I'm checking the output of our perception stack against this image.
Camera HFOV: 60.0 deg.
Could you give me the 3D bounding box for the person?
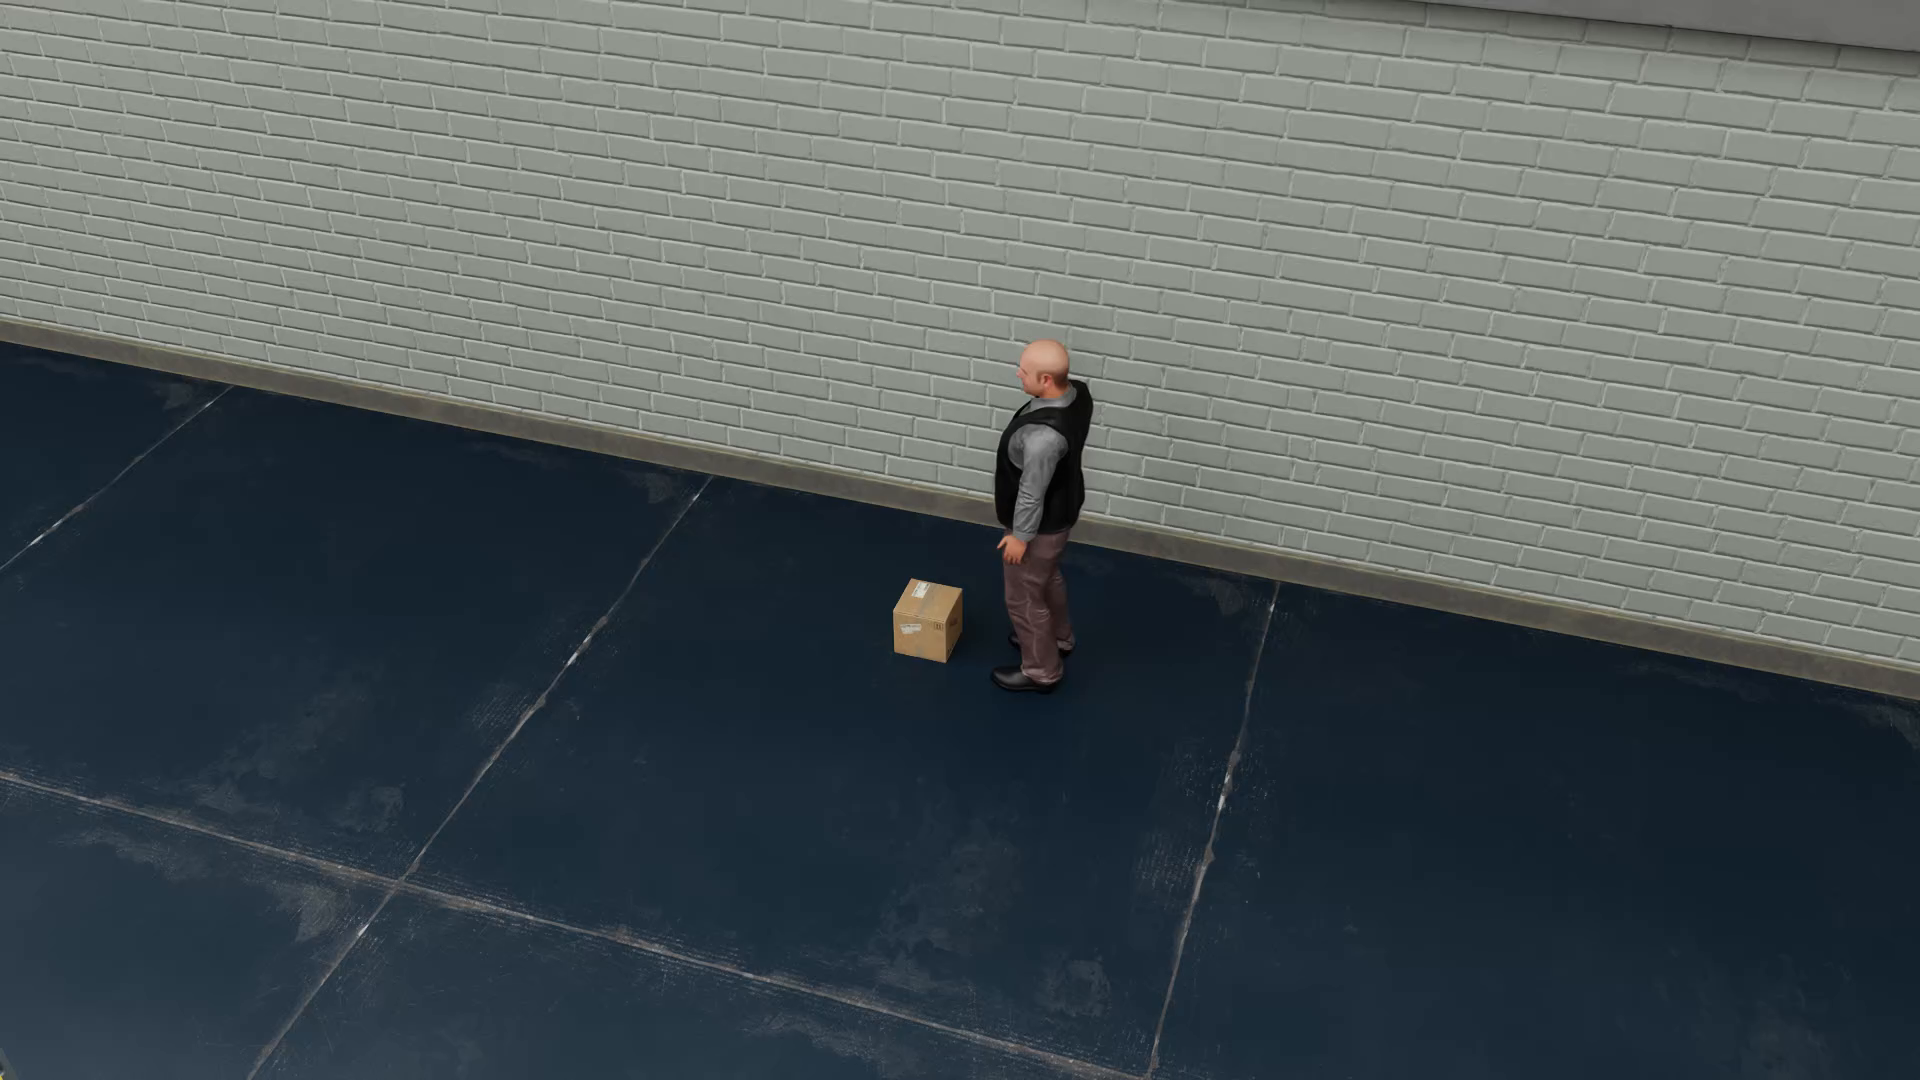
[{"bbox_3d":[0.333,-0.096,7.049,0.359,1.714,0.533,11,38,15],"label":"person"}]
